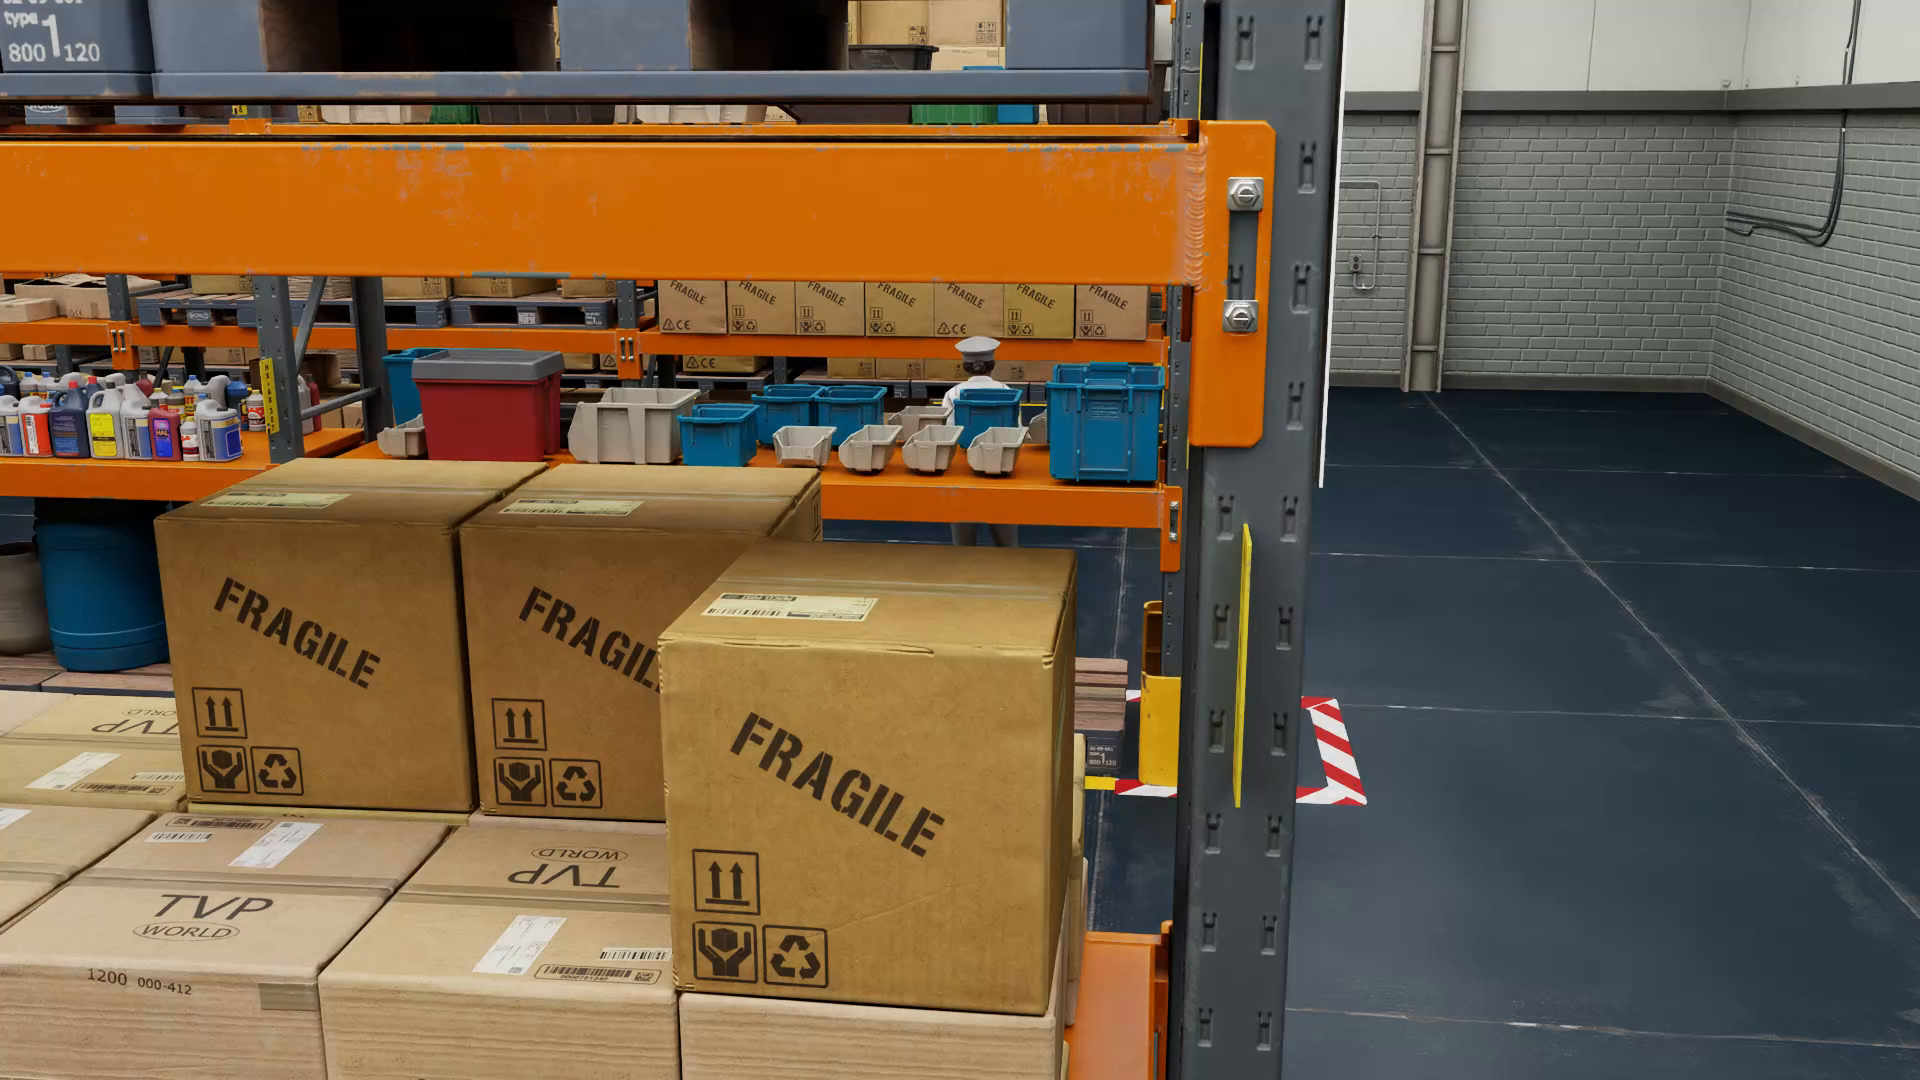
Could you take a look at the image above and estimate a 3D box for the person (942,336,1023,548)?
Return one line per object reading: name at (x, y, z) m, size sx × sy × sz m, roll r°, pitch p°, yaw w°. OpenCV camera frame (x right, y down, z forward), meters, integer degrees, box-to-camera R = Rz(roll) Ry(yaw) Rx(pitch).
person at (0.134, -0.282, 9.237) m, size 0.532 × 1.660 × 0.393 m, roll 1°, pitch 14°, yaw 3°
